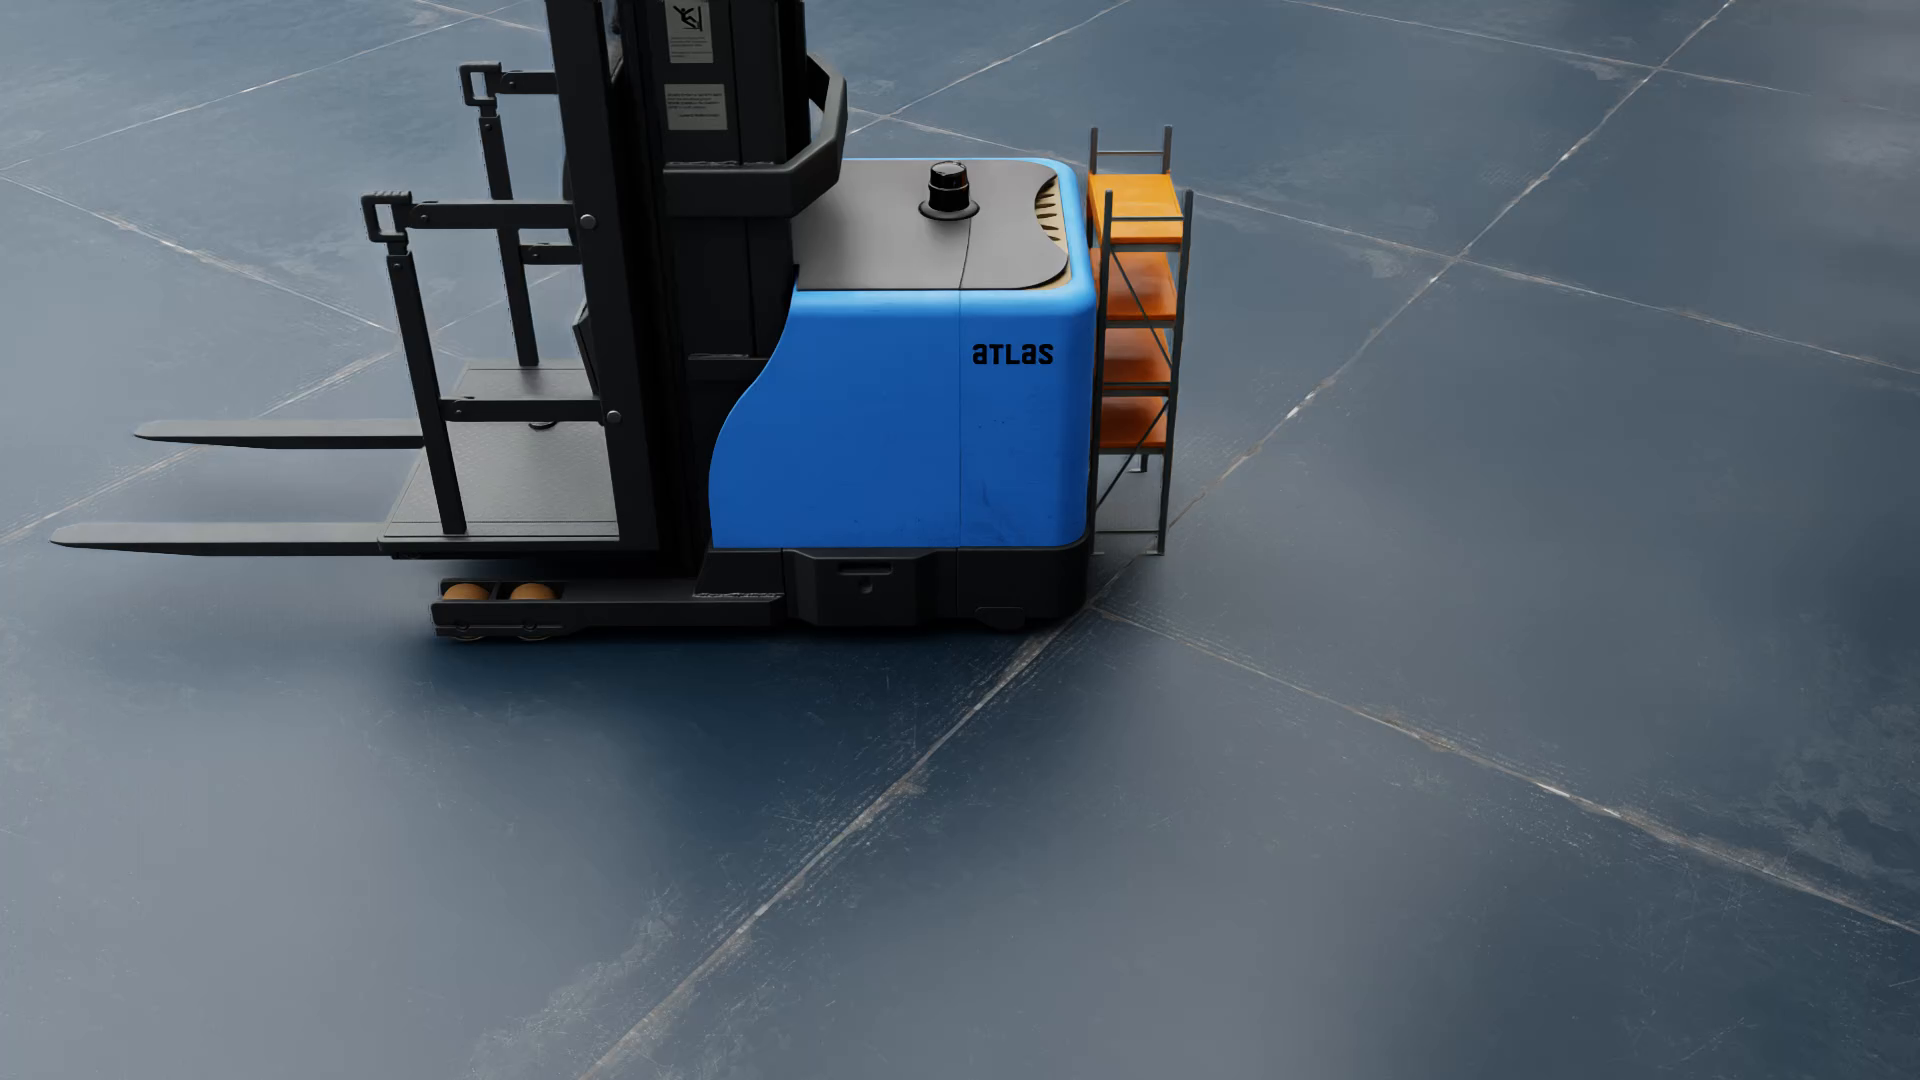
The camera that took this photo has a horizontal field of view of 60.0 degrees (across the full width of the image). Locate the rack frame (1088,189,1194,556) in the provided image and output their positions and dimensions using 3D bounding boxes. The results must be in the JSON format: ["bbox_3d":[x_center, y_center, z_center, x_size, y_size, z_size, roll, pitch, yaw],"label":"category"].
[{"bbox_3d":[0.514,-0.452,4.848,0.240,1.200,0.015,0,34,-1],"label":"rack frame"}]

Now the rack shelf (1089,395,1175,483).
[{"bbox_3d":[0.511,-0.369,5.199,0.258,0.148,0.480,0,34,-1],"label":"rack shelf"}]

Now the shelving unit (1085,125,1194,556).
[{"bbox_3d":[0.511,-0.589,5.050,0.258,1.200,0.503,0,34,-1],"label":"shelving unit"}]

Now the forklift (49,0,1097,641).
[{"bbox_3d":[-1.147,-1.219,4.436,3.031,2.935,1.130,0,34,0],"label":"forklift"}]

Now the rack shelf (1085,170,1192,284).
[{"bbox_3d":[0.511,-0.914,4.830,0.258,0.148,0.480,0,34,-1],"label":"rack shelf"}]

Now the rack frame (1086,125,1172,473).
[{"bbox_3d":[0.507,-0.726,5.252,0.240,1.200,0.015,0,34,-1],"label":"rack frame"}]

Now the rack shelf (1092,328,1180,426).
[{"bbox_3d":[0.511,-0.533,5.088,0.258,0.148,0.480,0,34,-1],"label":"rack shelf"}]

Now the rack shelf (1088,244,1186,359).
[{"bbox_3d":[0.511,-0.719,4.962,0.258,0.148,0.480,0,34,-1],"label":"rack shelf"}]
